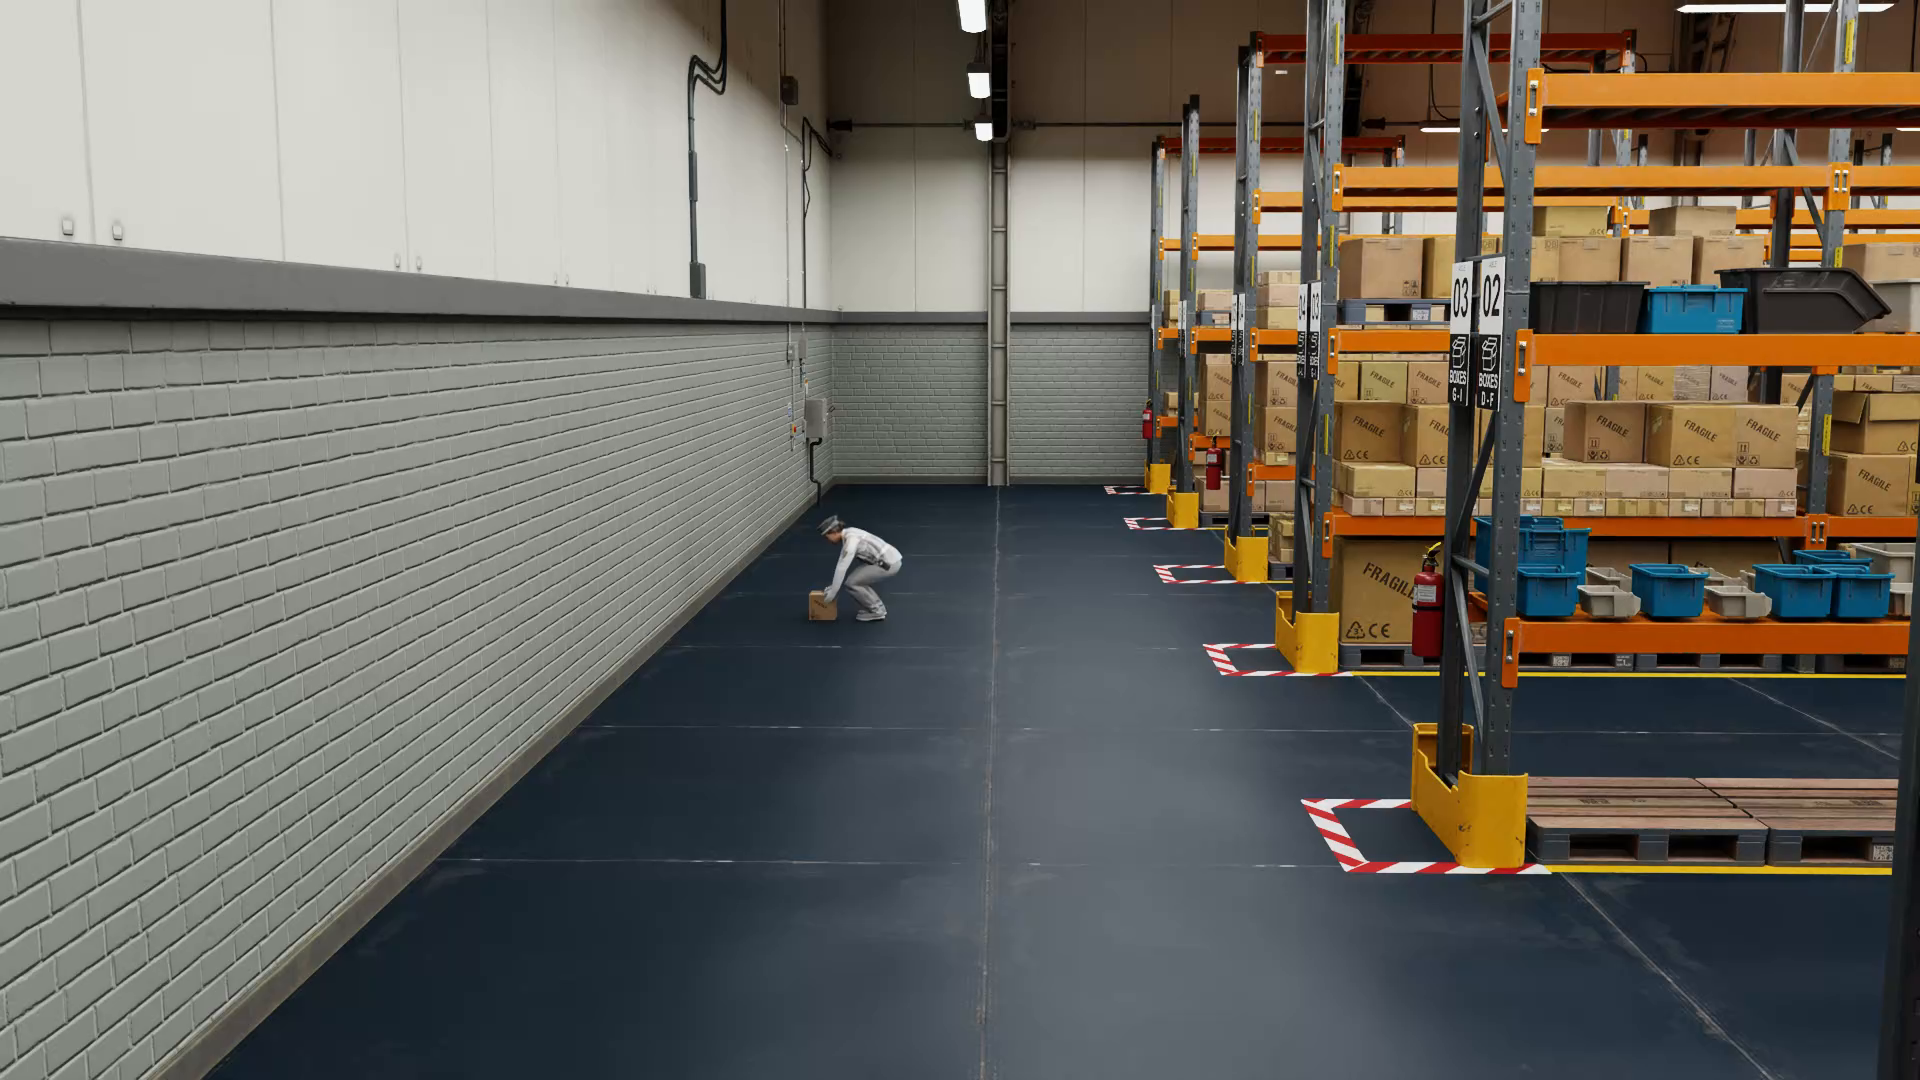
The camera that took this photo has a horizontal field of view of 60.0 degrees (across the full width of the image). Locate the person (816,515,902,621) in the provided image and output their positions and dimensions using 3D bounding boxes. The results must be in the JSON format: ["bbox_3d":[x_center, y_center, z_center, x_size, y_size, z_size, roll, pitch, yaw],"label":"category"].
[{"bbox_3d":[-0.988,0.266,16.221,0.837,1.028,0.500,0,7,1],"label":"person"}]
